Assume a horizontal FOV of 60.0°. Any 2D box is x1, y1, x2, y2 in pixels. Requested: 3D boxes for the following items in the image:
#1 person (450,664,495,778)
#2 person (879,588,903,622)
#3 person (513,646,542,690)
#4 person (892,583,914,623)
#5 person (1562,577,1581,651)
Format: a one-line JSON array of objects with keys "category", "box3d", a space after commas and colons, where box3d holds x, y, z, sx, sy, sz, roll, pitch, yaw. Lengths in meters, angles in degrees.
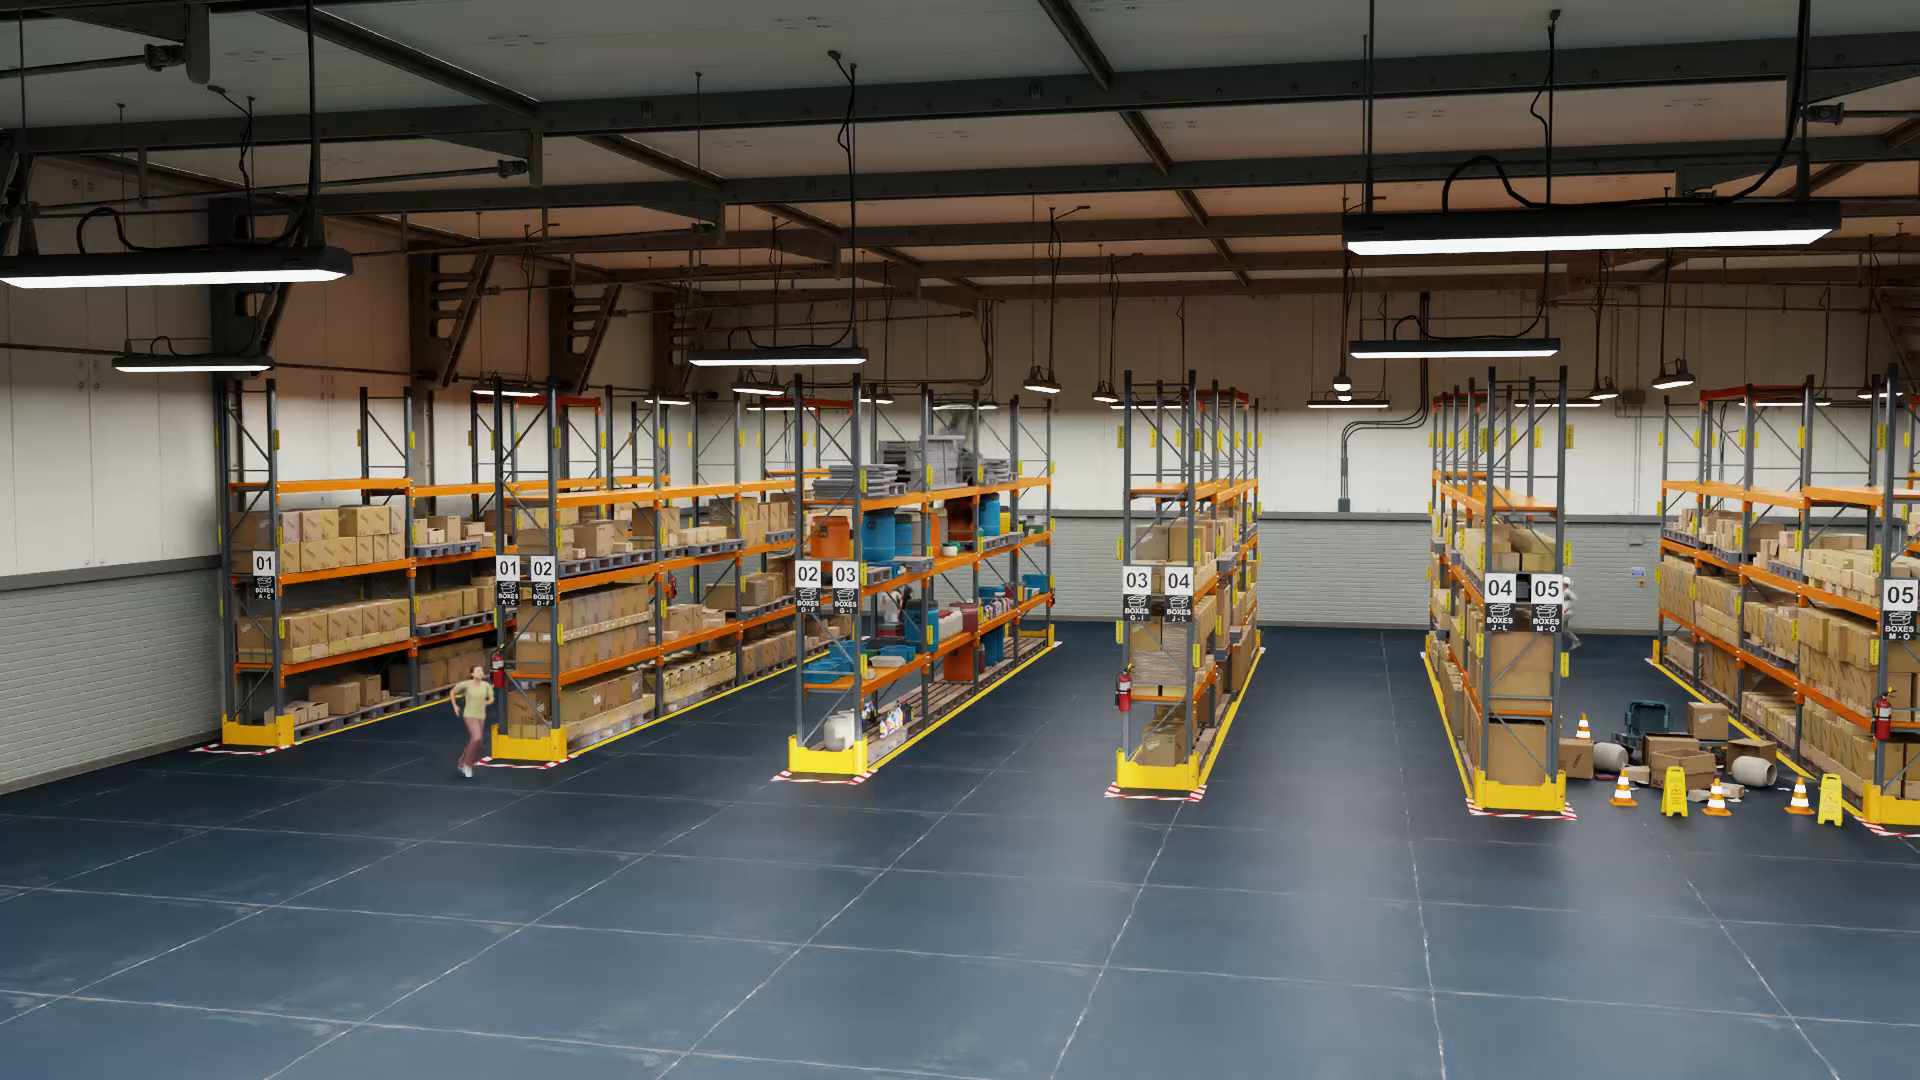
[{"category": "person", "box3d": [-7.246, 2.679, 24.867, 0.664, 1.664, 0.568, 3, 5, 42]}, {"category": "person", "box3d": [-1.654, 1.798, 39.626, 0.533, 1.657, 0.691, 0, 3, 4]}, {"category": "person", "box3d": [-7.796, 2.316, 30.223, 0.653, 1.748, 0.780, 0, 3, 1]}, {"category": "person", "box3d": [-1.443, 1.698, 41.037, 0.677, 1.713, 0.898, 0, 3, -8]}, {"category": "person", "box3d": [14.126, 1.753, 38.974, 0.881, 1.789, 0.651, 1, 3, 9]}]
